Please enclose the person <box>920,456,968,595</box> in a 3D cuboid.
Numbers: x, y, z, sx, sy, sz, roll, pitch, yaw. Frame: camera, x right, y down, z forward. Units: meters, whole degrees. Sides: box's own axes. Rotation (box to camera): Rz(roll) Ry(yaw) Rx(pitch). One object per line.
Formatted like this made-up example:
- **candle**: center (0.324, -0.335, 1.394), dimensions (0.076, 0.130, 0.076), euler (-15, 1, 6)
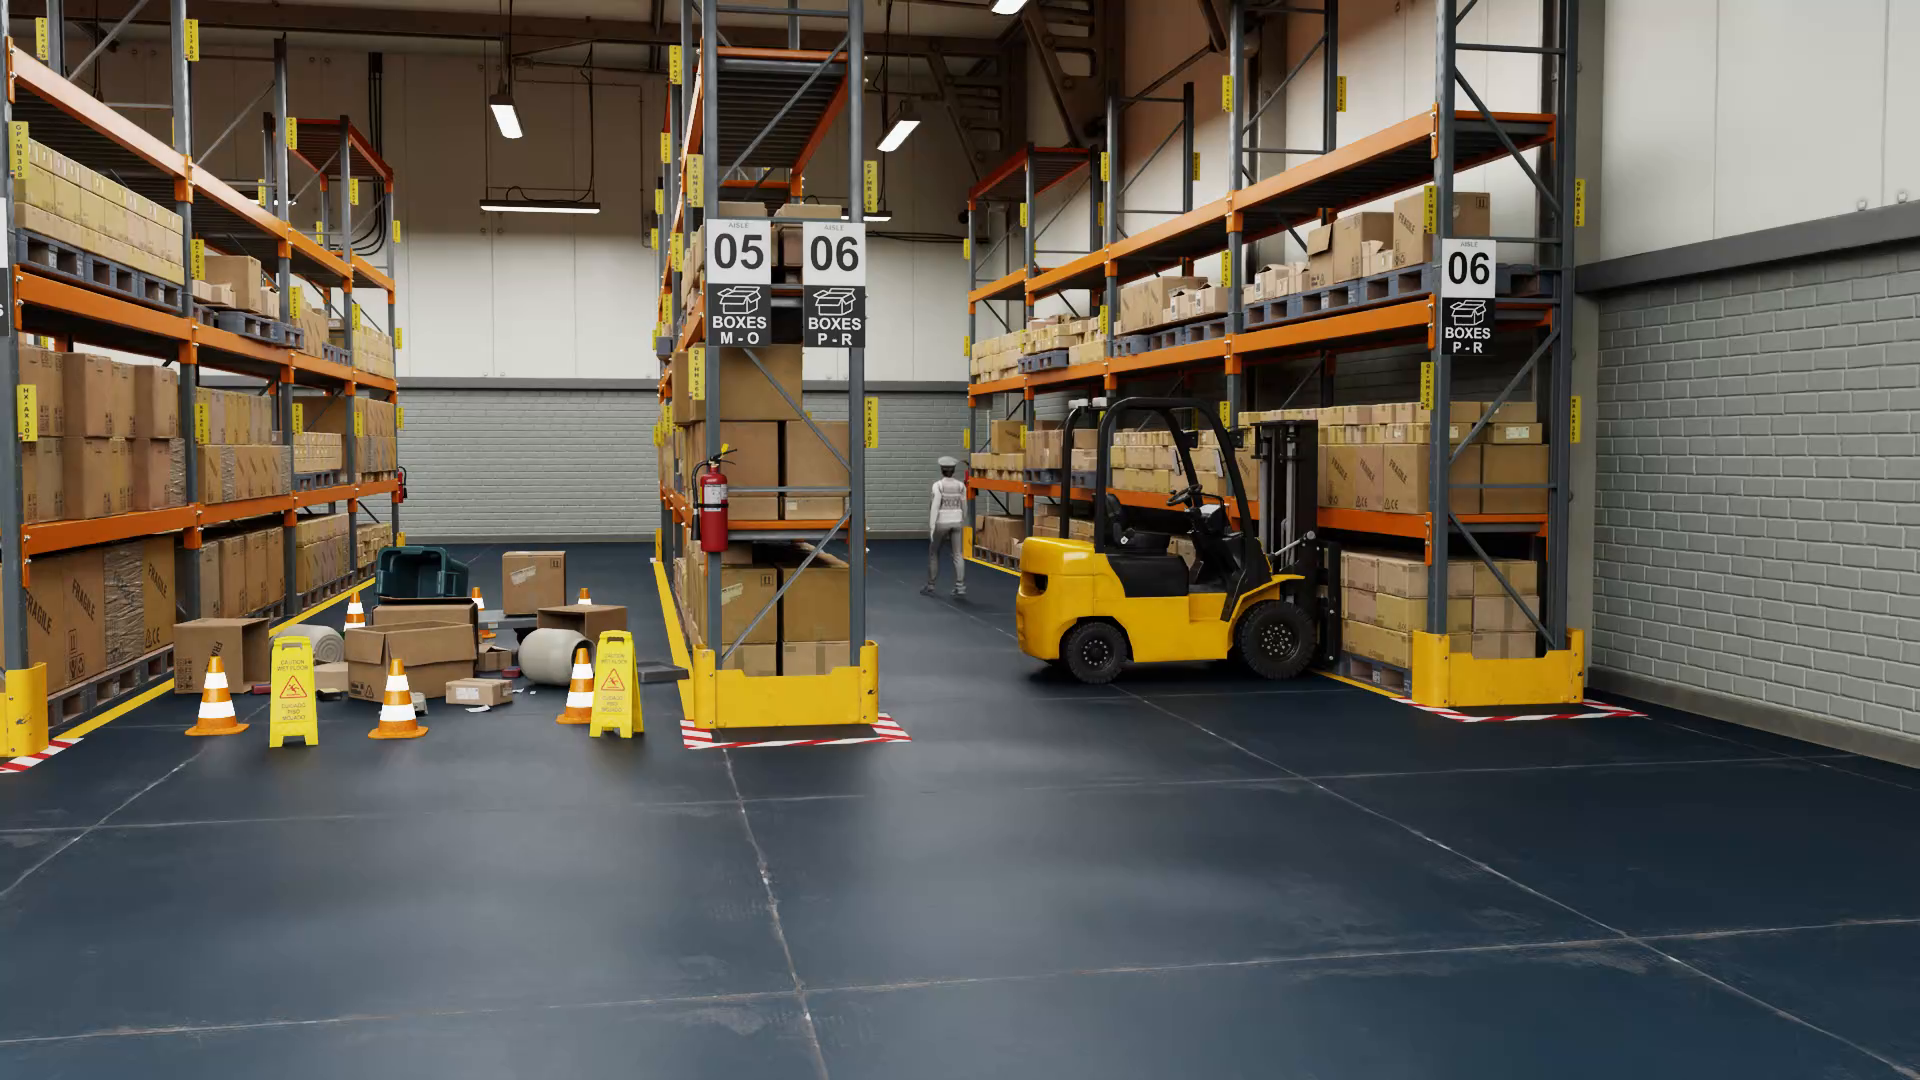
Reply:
- **person**: center (-0.168, -0.175, 19.849), dimensions (0.523, 1.651, 0.921), euler (-1, 3, -17)
